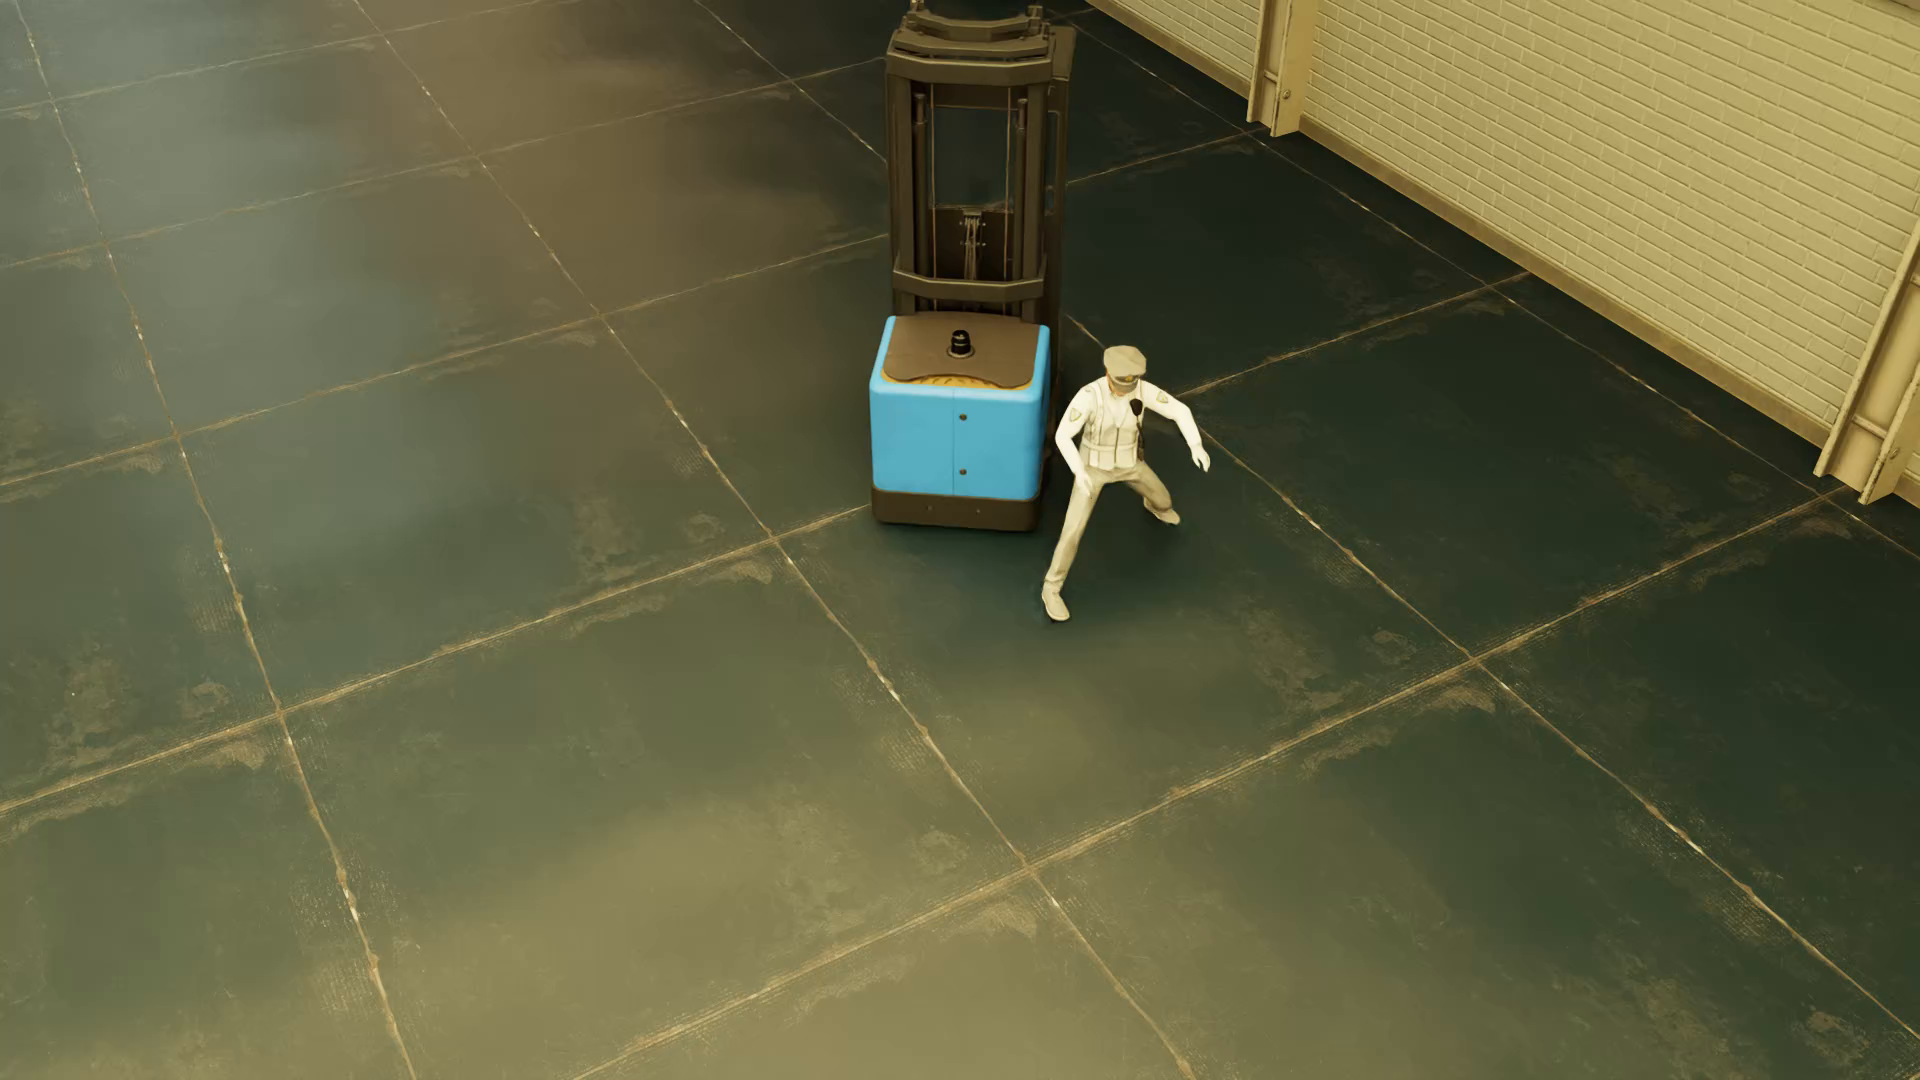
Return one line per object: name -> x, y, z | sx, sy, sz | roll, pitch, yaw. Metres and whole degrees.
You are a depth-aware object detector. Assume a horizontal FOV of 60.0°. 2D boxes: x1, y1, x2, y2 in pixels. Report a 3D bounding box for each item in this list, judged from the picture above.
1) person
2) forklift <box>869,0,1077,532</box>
person -> 0.941, -0.397, 9.687 | 1.032, 1.514, 0.928 | -8, 40, -9
forklift -> 0.130, -2.115, 10.586 | 1.130, 2.935, 3.031 | 4, 40, 5
